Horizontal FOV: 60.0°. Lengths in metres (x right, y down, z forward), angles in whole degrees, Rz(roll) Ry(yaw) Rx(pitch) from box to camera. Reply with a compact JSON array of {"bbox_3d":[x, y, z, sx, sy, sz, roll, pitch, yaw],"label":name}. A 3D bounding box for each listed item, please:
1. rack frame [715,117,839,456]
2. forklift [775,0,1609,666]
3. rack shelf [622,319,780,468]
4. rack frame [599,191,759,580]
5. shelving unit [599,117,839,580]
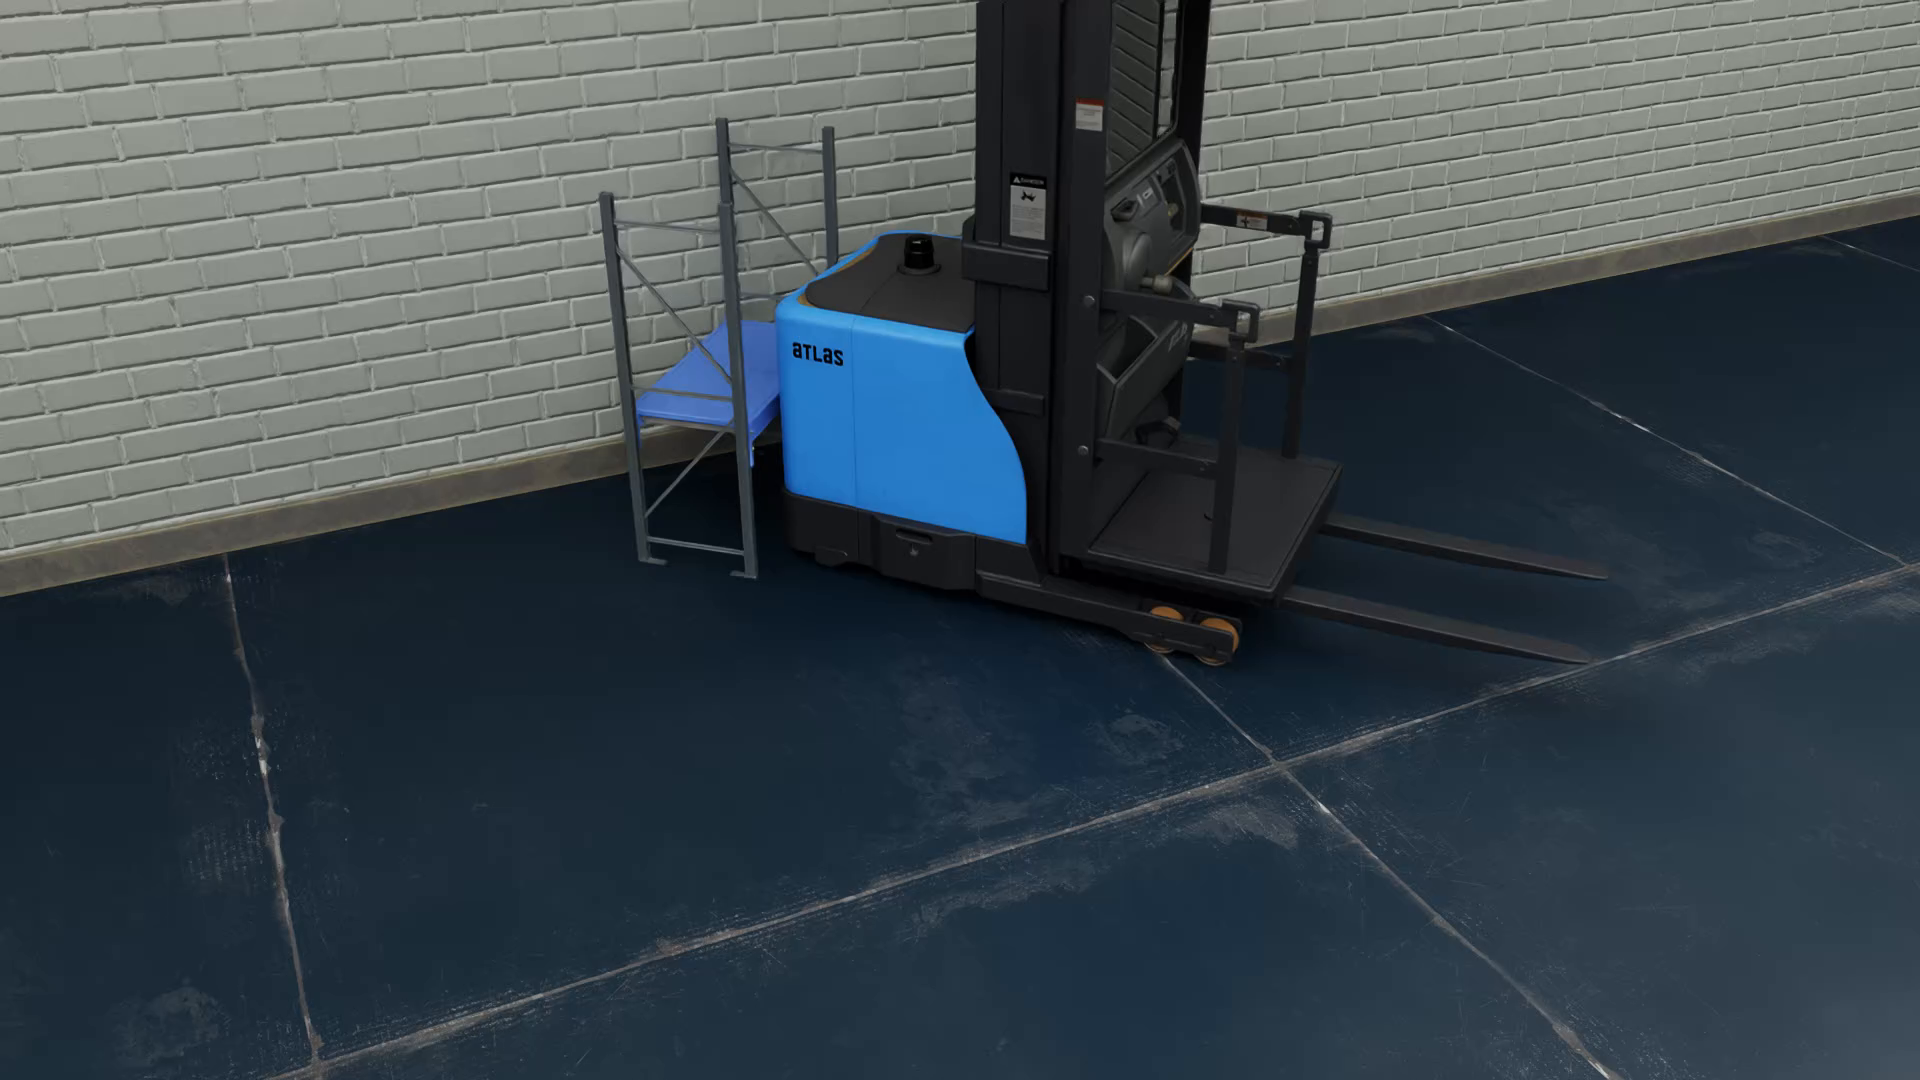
[{"bbox_3d":[-0.744,-1.018,7.031,0.500,1.500,0.032,8,30,14],"label":"rack frame"},{"bbox_3d":[0.861,-1.126,5.761,3.031,2.935,1.130,12,32,21],"label":"forklift"},{"bbox_3d":[-0.887,-0.622,6.694,0.538,0.185,1.000,8,30,14],"label":"rack shelf"},{"bbox_3d":[-1.031,-0.540,6.180,0.500,1.500,0.032,8,30,14],"label":"rack frame"},{"bbox_3d":[-0.887,-0.779,6.606,0.538,1.500,1.048,8,30,14],"label":"shelving unit"}]
